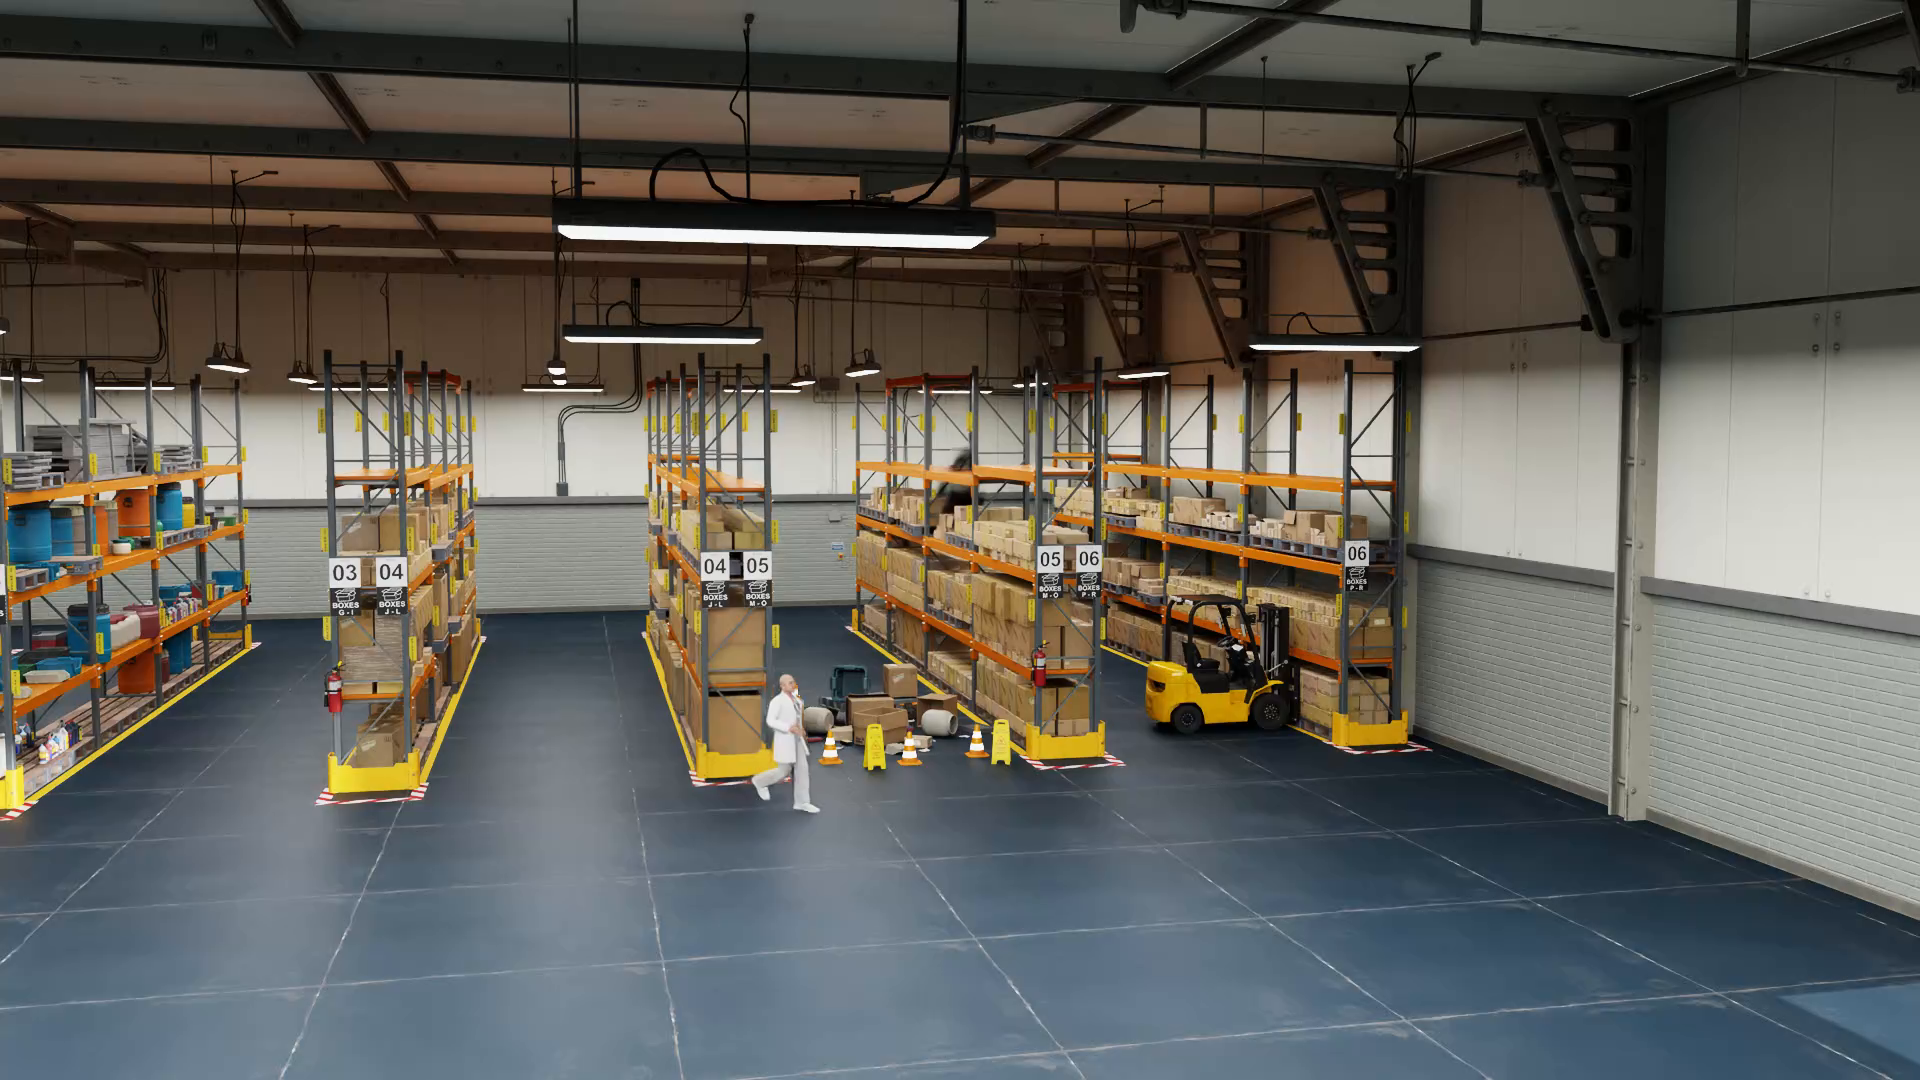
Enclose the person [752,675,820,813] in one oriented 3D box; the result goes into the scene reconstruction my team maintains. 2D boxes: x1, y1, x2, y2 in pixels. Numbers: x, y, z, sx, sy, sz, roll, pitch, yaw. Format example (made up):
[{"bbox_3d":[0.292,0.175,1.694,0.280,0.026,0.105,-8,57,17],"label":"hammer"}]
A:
[{"bbox_3d":[-2.254,2.621,21.543,1.004,1.772,0.714,2,5,31],"label":"person"}]
